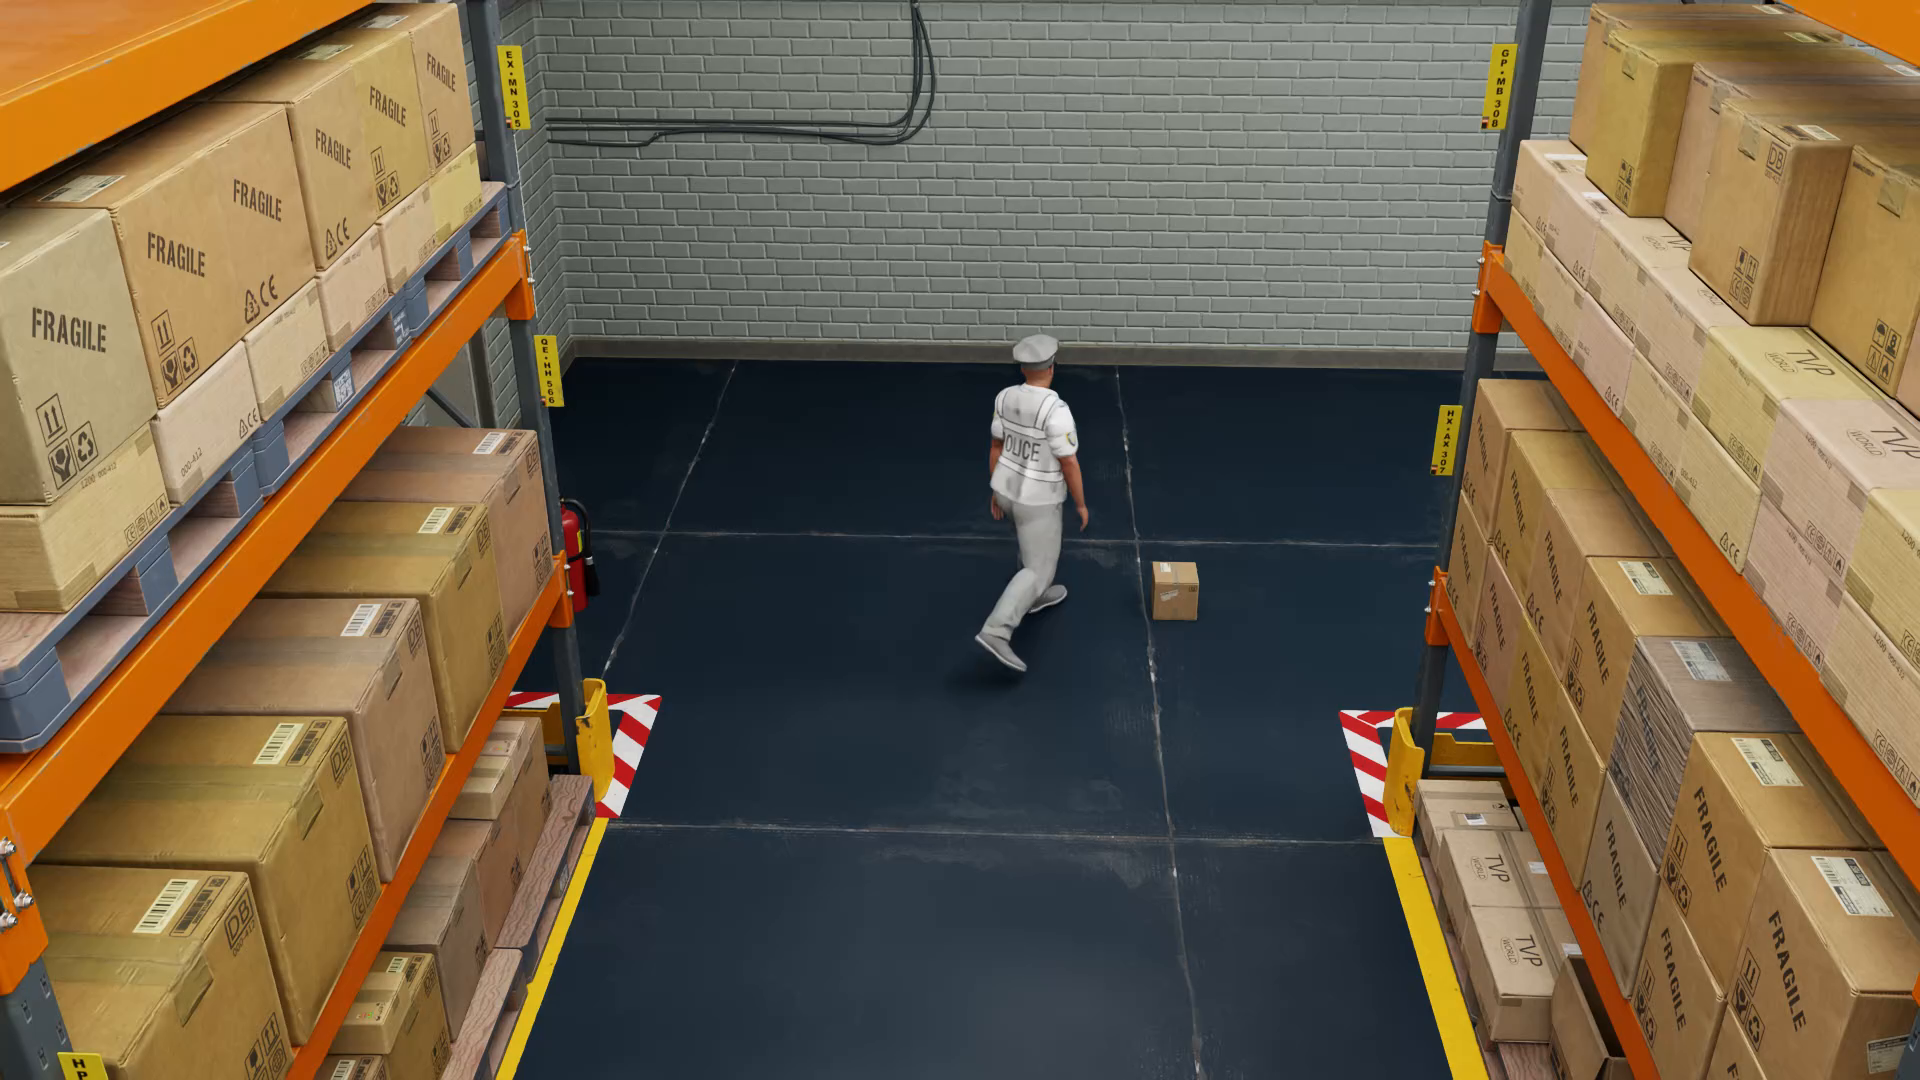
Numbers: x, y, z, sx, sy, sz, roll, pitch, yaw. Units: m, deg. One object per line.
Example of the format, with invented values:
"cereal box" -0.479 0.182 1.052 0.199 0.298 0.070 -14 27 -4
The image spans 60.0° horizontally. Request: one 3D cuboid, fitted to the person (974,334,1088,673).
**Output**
"person" 0.387 -0.214 9.015 0.953 1.721 0.696 -19 33 -32
